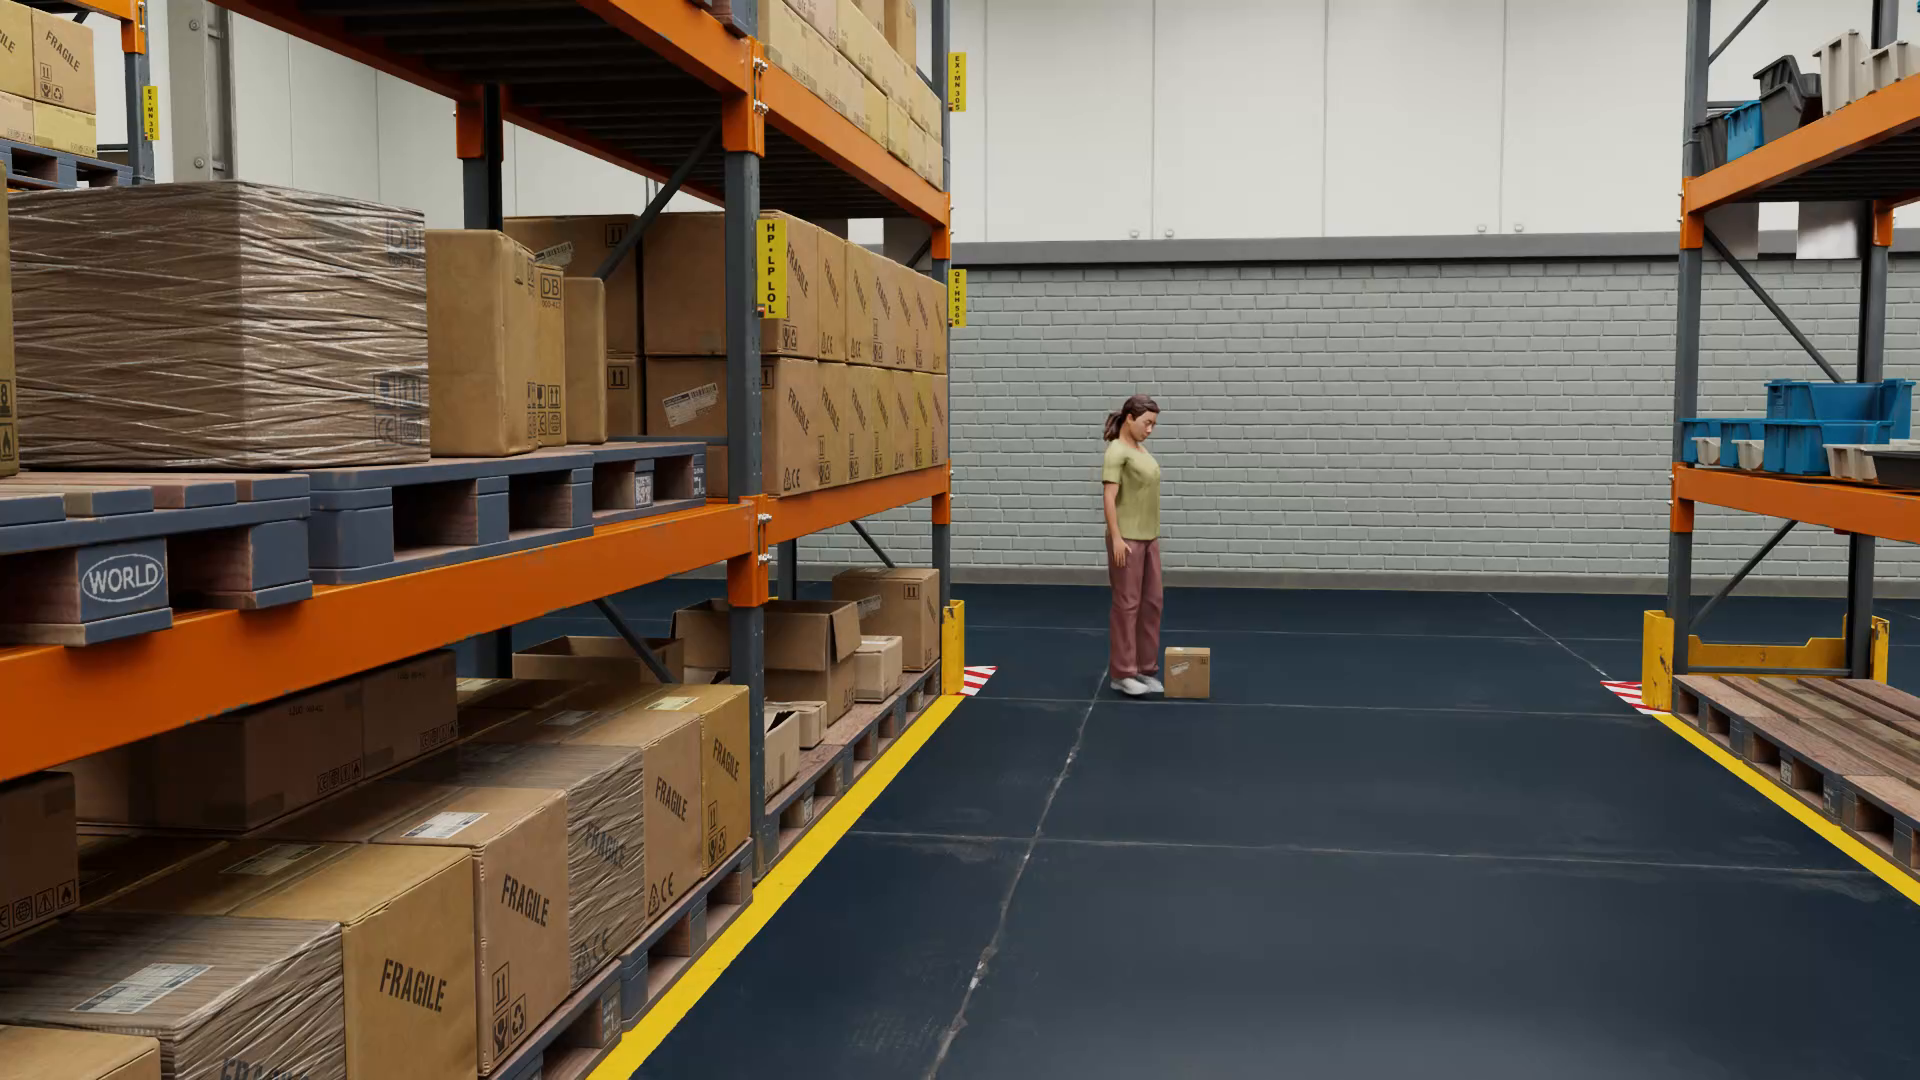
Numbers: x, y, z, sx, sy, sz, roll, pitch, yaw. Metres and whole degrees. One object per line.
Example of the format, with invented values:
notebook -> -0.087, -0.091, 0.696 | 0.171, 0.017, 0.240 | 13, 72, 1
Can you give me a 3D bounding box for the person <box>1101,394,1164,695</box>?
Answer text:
person -> 0.972, 0.042, 9.400 | 0.392, 1.730, 0.557 | 3, 5, 33
